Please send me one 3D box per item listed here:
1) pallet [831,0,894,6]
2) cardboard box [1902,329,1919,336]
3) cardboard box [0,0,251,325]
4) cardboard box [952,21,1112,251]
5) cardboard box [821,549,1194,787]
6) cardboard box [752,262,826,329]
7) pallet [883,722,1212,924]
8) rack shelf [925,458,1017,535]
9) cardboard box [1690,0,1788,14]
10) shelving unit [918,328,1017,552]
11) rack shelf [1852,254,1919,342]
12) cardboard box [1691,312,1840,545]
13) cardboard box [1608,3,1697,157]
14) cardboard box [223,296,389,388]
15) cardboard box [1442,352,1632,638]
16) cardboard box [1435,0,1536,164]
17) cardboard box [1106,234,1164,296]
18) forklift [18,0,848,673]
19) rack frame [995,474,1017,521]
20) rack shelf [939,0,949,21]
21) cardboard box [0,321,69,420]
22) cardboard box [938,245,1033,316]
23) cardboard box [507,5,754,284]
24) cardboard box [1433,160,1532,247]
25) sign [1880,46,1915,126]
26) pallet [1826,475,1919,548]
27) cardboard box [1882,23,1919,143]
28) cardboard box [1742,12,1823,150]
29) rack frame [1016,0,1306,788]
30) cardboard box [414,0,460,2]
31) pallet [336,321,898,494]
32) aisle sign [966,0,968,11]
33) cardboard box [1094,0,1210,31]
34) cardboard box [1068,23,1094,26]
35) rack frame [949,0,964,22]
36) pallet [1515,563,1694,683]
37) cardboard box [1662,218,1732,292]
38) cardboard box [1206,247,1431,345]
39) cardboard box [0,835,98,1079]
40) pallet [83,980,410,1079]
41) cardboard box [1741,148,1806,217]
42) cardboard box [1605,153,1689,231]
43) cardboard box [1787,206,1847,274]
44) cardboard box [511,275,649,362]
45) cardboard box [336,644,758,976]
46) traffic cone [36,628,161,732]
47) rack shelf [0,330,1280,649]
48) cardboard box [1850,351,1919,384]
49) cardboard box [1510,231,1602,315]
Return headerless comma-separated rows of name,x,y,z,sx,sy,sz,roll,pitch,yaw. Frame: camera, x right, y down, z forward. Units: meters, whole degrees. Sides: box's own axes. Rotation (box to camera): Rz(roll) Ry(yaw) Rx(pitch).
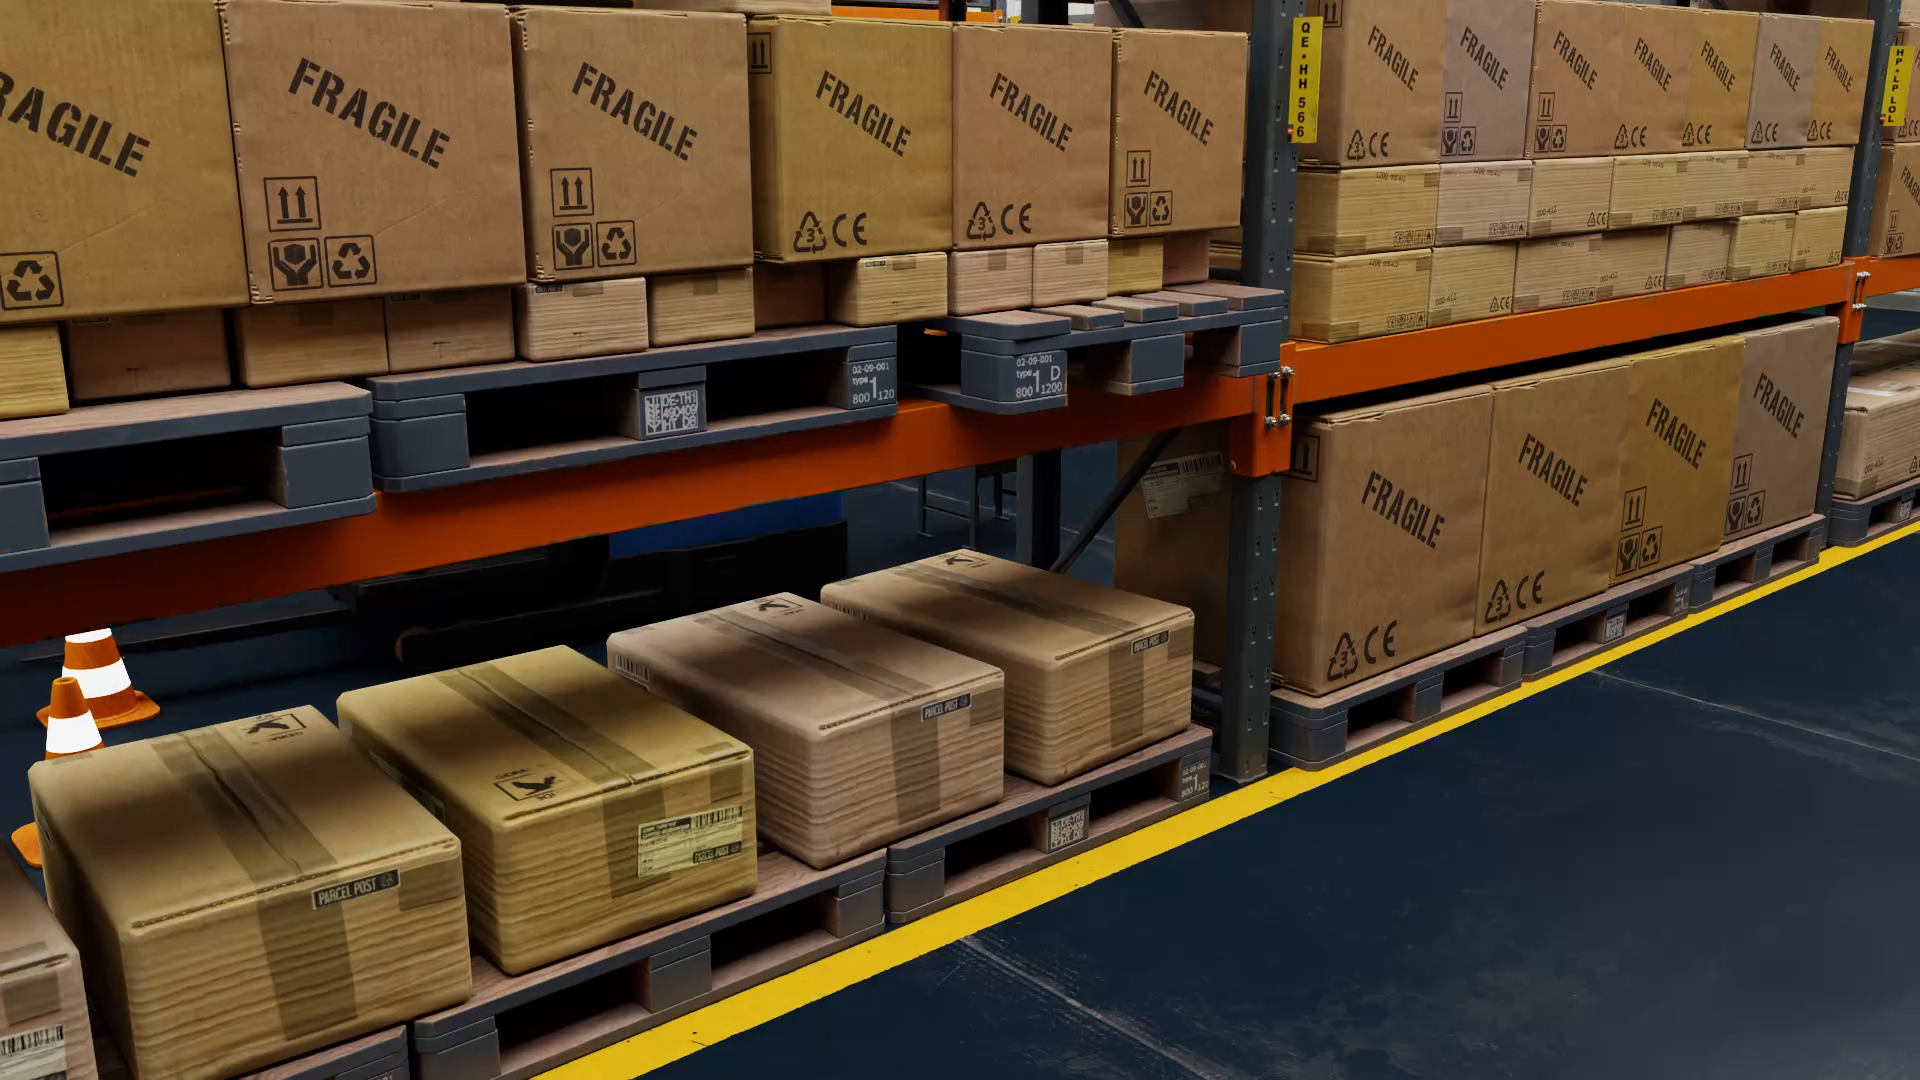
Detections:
pallet,-1.385,-5.171,15.656,1.213,0.211,1.003,-13,19,-39
cardboard box,6.162,-1.005,9.850,0.875,0.438,0.875,-14,20,-41
cardboard box,-1.539,-0.641,2.755,0.500,0.500,0.500,-13,19,-39
cardboard box,0.016,-0.990,4.059,0.500,0.500,0.500,-13,20,-40
cardboard box,0.126,0.345,4.925,0.625,0.372,0.950,-14,21,-43
cardboard box,-0.515,-0.576,3.769,0.250,0.149,0.380,-12,19,-39
pallet,-0.031,0.664,4.856,1.213,0.211,1.003,-13,19,-39
rack shelf,0.125,-0.353,7.768,0.480,0.518,0.431,-13,19,-39
cardboard box,3.600,-2.452,7.729,0.250,0.149,0.380,-13,20,-40
shelving unit,0.125,-1.042,7.584,0.503,2.100,0.431,-13,19,-39
rack shelf,5.086,-1.484,8.889,4.000,0.370,1.077,-13,19,-39
cardboard box,3.162,-0.549,7.296,0.875,0.875,0.875,-12,19,-38
cardboard box,2.243,-1.638,5.940,0.500,0.500,0.500,-12,19,-38
cardboard box,-1.255,-0.391,3.073,0.250,0.149,0.380,-12,19,-39
cardboard box,1.810,-0.243,6.151,0.875,0.875,0.875,-12,19,-39
cardboard box,1.460,-1.469,5.305,0.500,0.500,0.500,-13,19,-39
cardboard box,0.312,-0.736,4.367,0.250,0.149,0.380,-12,19,-39
forklift,-1.979,-1.093,6.163,3.031,2.935,1.130,-10,18,-32
rack frame,0.309,-1.084,7.739,0.015,2.100,0.400,-13,19,-39
rack shelf,-1.258,-3.203,9.509,4.000,0.370,1.077,-13,19,-39
cardboard box,-1.640,-0.292,2.705,0.250,0.149,0.380,-12,19,-38
cardboard box,-0.044,-0.644,4.021,0.250,0.149,0.380,-14,20,-42
cardboard box,-0.776,-0.812,3.392,0.500,0.500,0.500,-14,20,-42
cardboard box,1.494,-1.110,5.414,0.500,0.250,0.500,-12,19,-38
sign,3.940,-1.910,6.999,0.005,0.325,0.100,-13,19,-39
pallet,4.202,-0.260,8.313,1.213,0.211,1.003,-13,19,-39
cardboard box,4.095,-2.058,7.511,0.500,0.500,0.500,-12,19,-39
cardboard box,3.019,-1.811,6.586,0.500,0.500,0.500,-12,19,-38
rack frame,0.559,-0.816,4.991,0.127,3.000,1.000,-13,19,-39
cardboard box,-1.119,-1.061,3.070,0.250,0.149,0.380,-11,19,-36
pallet,-0.907,-0.380,3.730,1.213,0.211,1.003,-13,19,-39
aisle sign,-0.054,-5.427,17.216,0.004,0.787,0.394,-13,19,-39
cardboard box,0.778,-1.486,5.368,0.500,0.500,0.500,-13,20,-41
cardboard box,0.751,-3.144,11.000,0.500,0.500,0.500,-12,19,-38
rack frame,0.251,-2.440,11.071,0.127,3.000,1.000,-13,19,-39
pallet,2.123,0.207,6.566,1.213,0.211,1.003,-13,19,-39
cardboard box,2.626,-1.128,6.451,0.500,0.250,0.500,-13,20,-41
cardboard box,1.094,-0.777,5.137,0.500,0.250,0.500,-13,20,-40
cardboard box,-2.064,0.839,3.074,0.625,0.372,0.950,-12,19,-39
pallet,-1.872,1.077,3.309,1.213,0.211,1.003,-13,19,-39
cardboard box,3.032,-1.454,6.703,0.500,0.250,0.500,-12,19,-38
cardboard box,2.270,-1.275,6.033,0.500,0.250,0.500,-12,19,-38
cardboard box,3.404,-1.296,7.079,0.500,0.250,0.500,-13,20,-41
cardboard box,-0.832,-0.467,3.359,0.250,0.149,0.380,-12,19,-37
cardboard box,-1.001,0.599,3.974,0.625,0.372,0.950,-12,19,-38
traffic cone,-2.880,0.361,5.501,0.334,0.463,0.336,-13,19,-39
rack shelf,-0.950,-0.129,3.815,4.000,0.370,1.077,-13,19,-39
cardboard box,4.796,-0.696,8.692,0.875,0.438,0.875,-13,20,-41
cardboard box,1.869,-0.955,5.804,0.500,0.250,0.500,-12,19,-38
